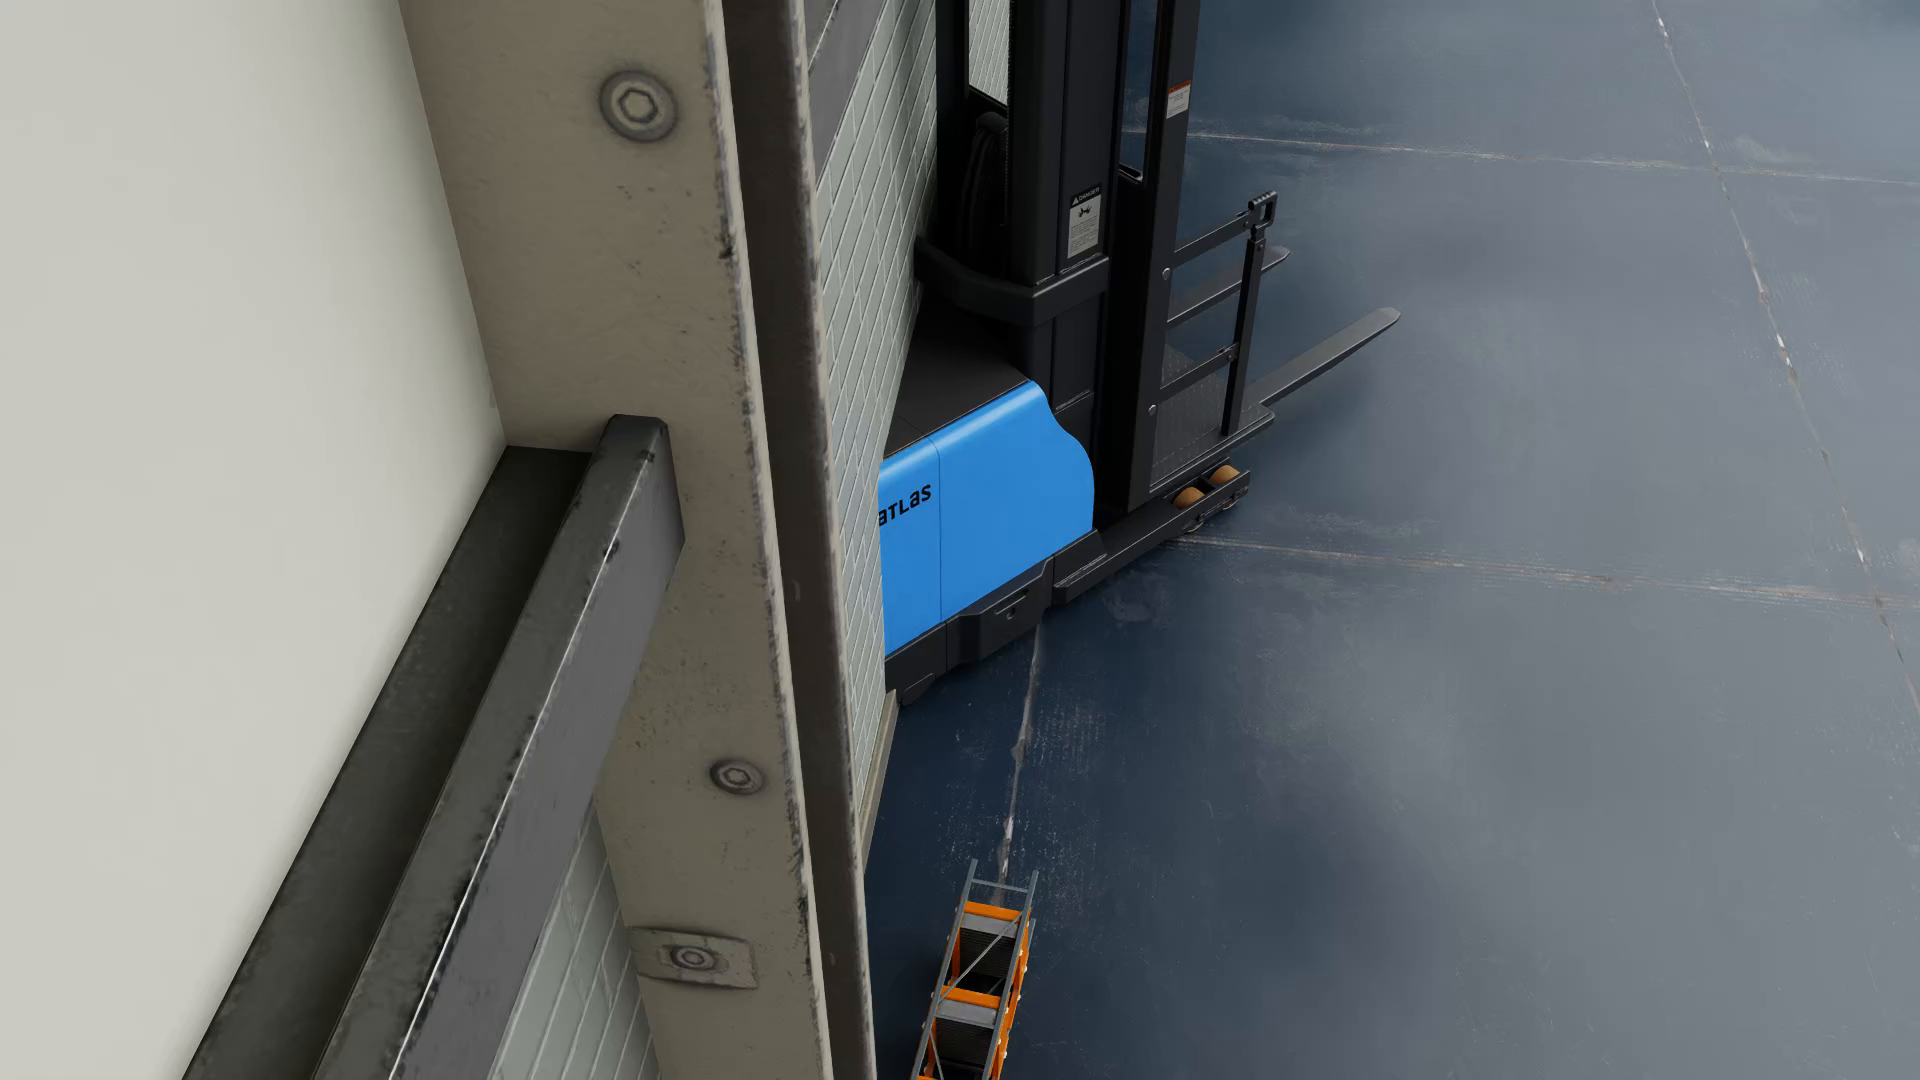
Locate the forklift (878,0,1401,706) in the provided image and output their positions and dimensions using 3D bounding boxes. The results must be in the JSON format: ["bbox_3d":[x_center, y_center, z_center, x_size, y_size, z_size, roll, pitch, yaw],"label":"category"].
[{"bbox_3d":[0.474,-1.344,5.537,3.031,2.935,1.130,-31,51,-28],"label":"forklift"}]

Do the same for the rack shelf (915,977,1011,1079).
[{"bbox_3d":[0.009,1.402,4.582,0.215,0.240,0.259,9,44,10],"label":"rack shelf"}]

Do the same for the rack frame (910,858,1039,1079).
[{"bbox_3d":[0.012,1.306,4.505,0.200,0.008,1.050,9,44,10],"label":"rack frame"}]

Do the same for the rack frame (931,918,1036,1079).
[{"bbox_3d":[0.012,1.483,4.673,0.200,0.008,1.050,9,44,10],"label":"rack frame"}]

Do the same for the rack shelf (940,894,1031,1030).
[{"bbox_3d":[0.075,1.212,4.782,0.215,0.240,0.259,9,44,10],"label":"rack shelf"}]

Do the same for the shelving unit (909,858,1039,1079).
[{"bbox_3d":[0.012,1.395,4.589,0.215,0.252,1.050,9,44,10],"label":"shelving unit"}]

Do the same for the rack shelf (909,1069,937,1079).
[{"bbox_3d":[-0.055,1.588,4.385,0.215,0.240,0.259,9,44,10],"label":"rack shelf"}]
